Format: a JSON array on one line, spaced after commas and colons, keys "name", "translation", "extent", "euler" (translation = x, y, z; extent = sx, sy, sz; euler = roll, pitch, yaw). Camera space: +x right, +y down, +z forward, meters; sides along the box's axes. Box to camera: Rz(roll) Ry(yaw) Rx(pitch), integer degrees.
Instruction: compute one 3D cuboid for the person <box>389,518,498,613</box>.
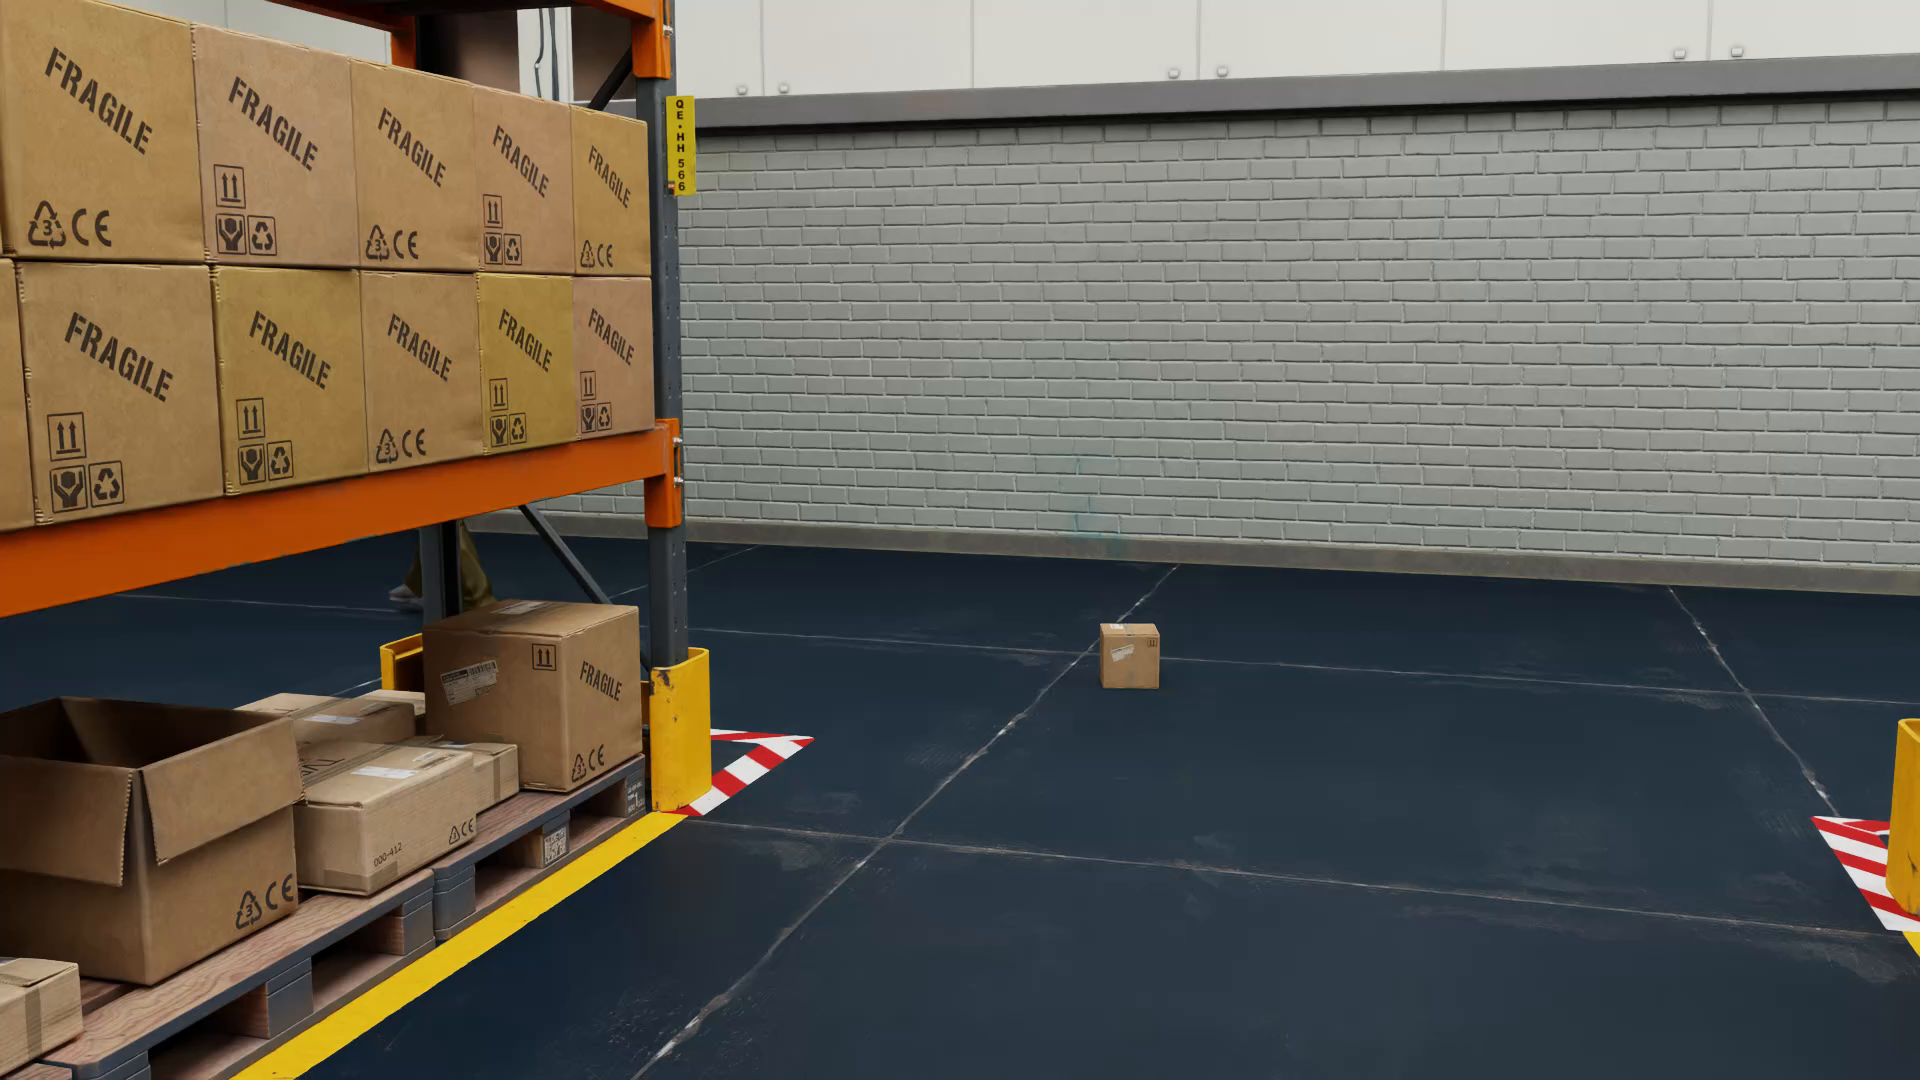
[{"name": "person", "translation": [-2.859, -0.446, 8.887], "extent": [1.047, 1.731, 0.569], "euler": [5, 10, 31]}]
